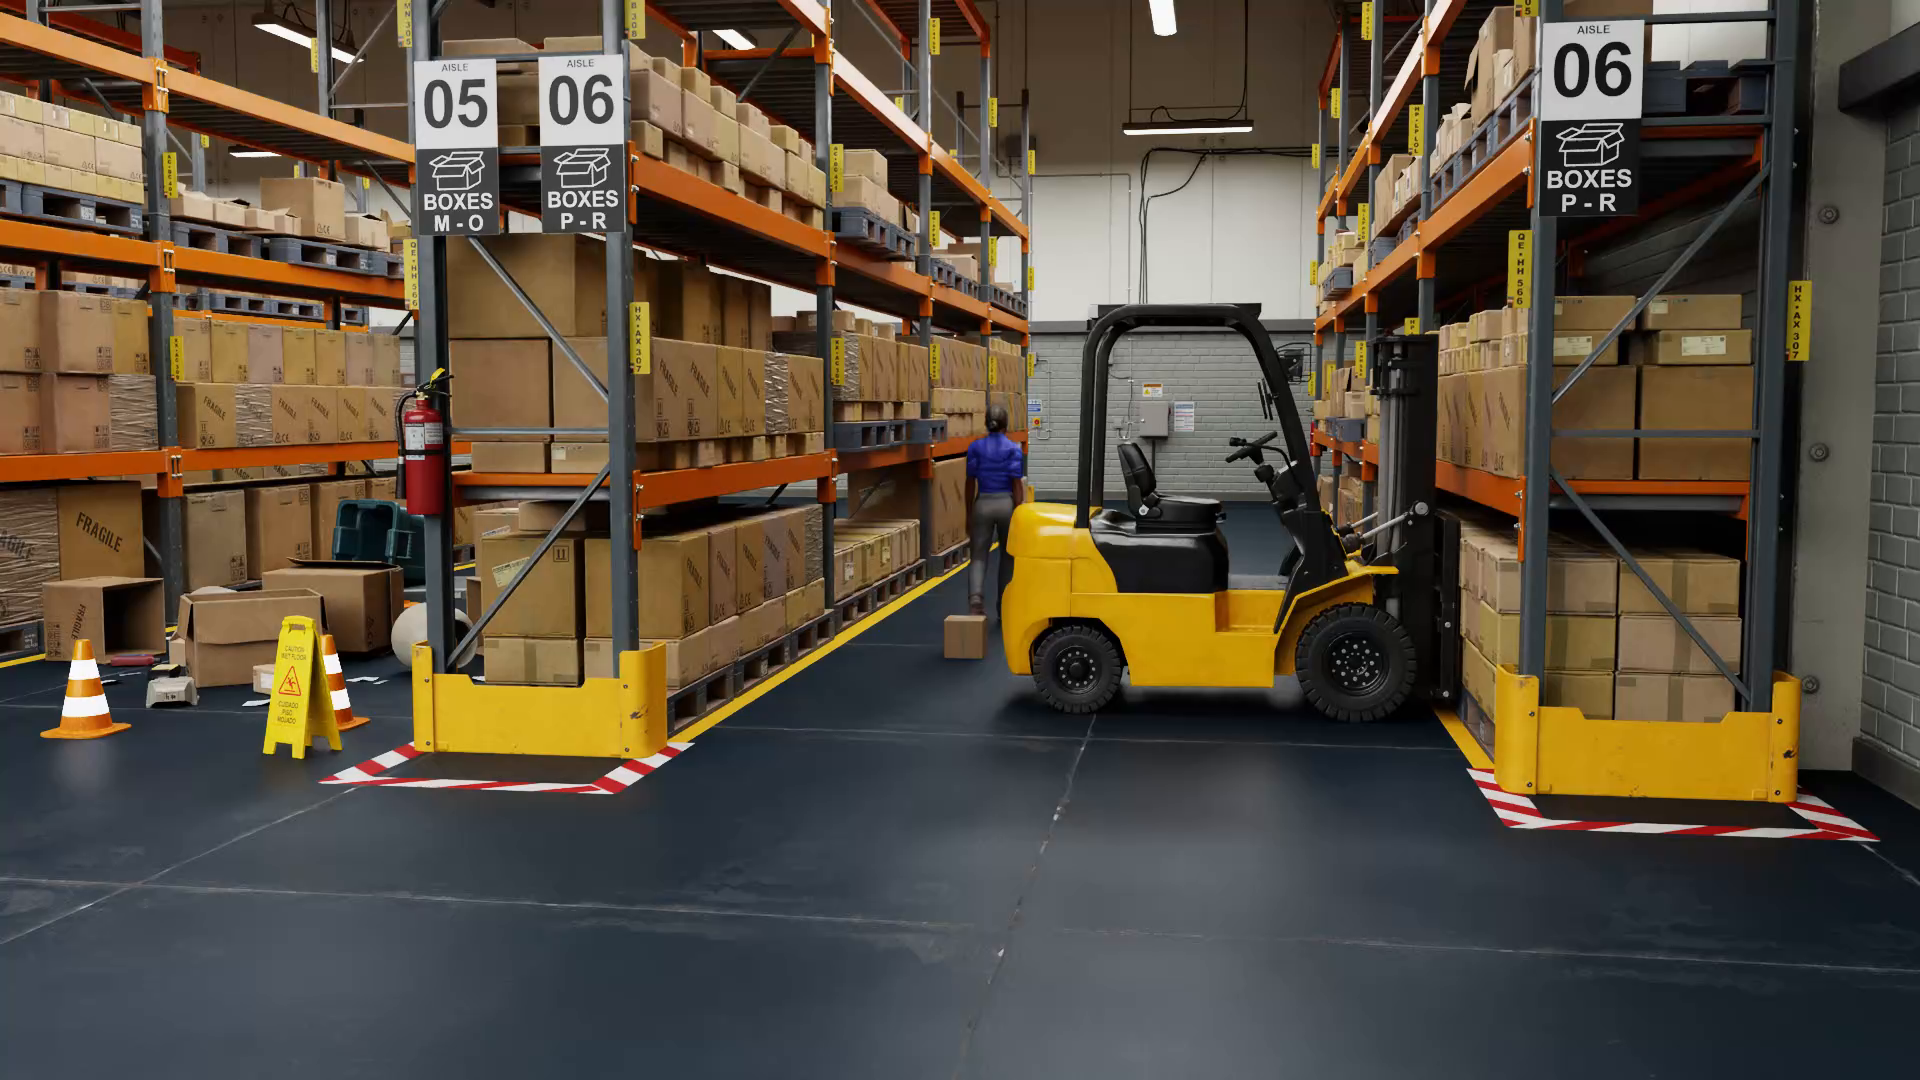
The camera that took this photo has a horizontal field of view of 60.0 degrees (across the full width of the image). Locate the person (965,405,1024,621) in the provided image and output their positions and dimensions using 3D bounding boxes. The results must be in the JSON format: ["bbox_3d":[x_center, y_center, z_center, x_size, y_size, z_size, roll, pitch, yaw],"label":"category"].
[{"bbox_3d":[0.244,-0.183,12.187,0.449,1.613,0.932,1,5,8],"label":"person"}]
